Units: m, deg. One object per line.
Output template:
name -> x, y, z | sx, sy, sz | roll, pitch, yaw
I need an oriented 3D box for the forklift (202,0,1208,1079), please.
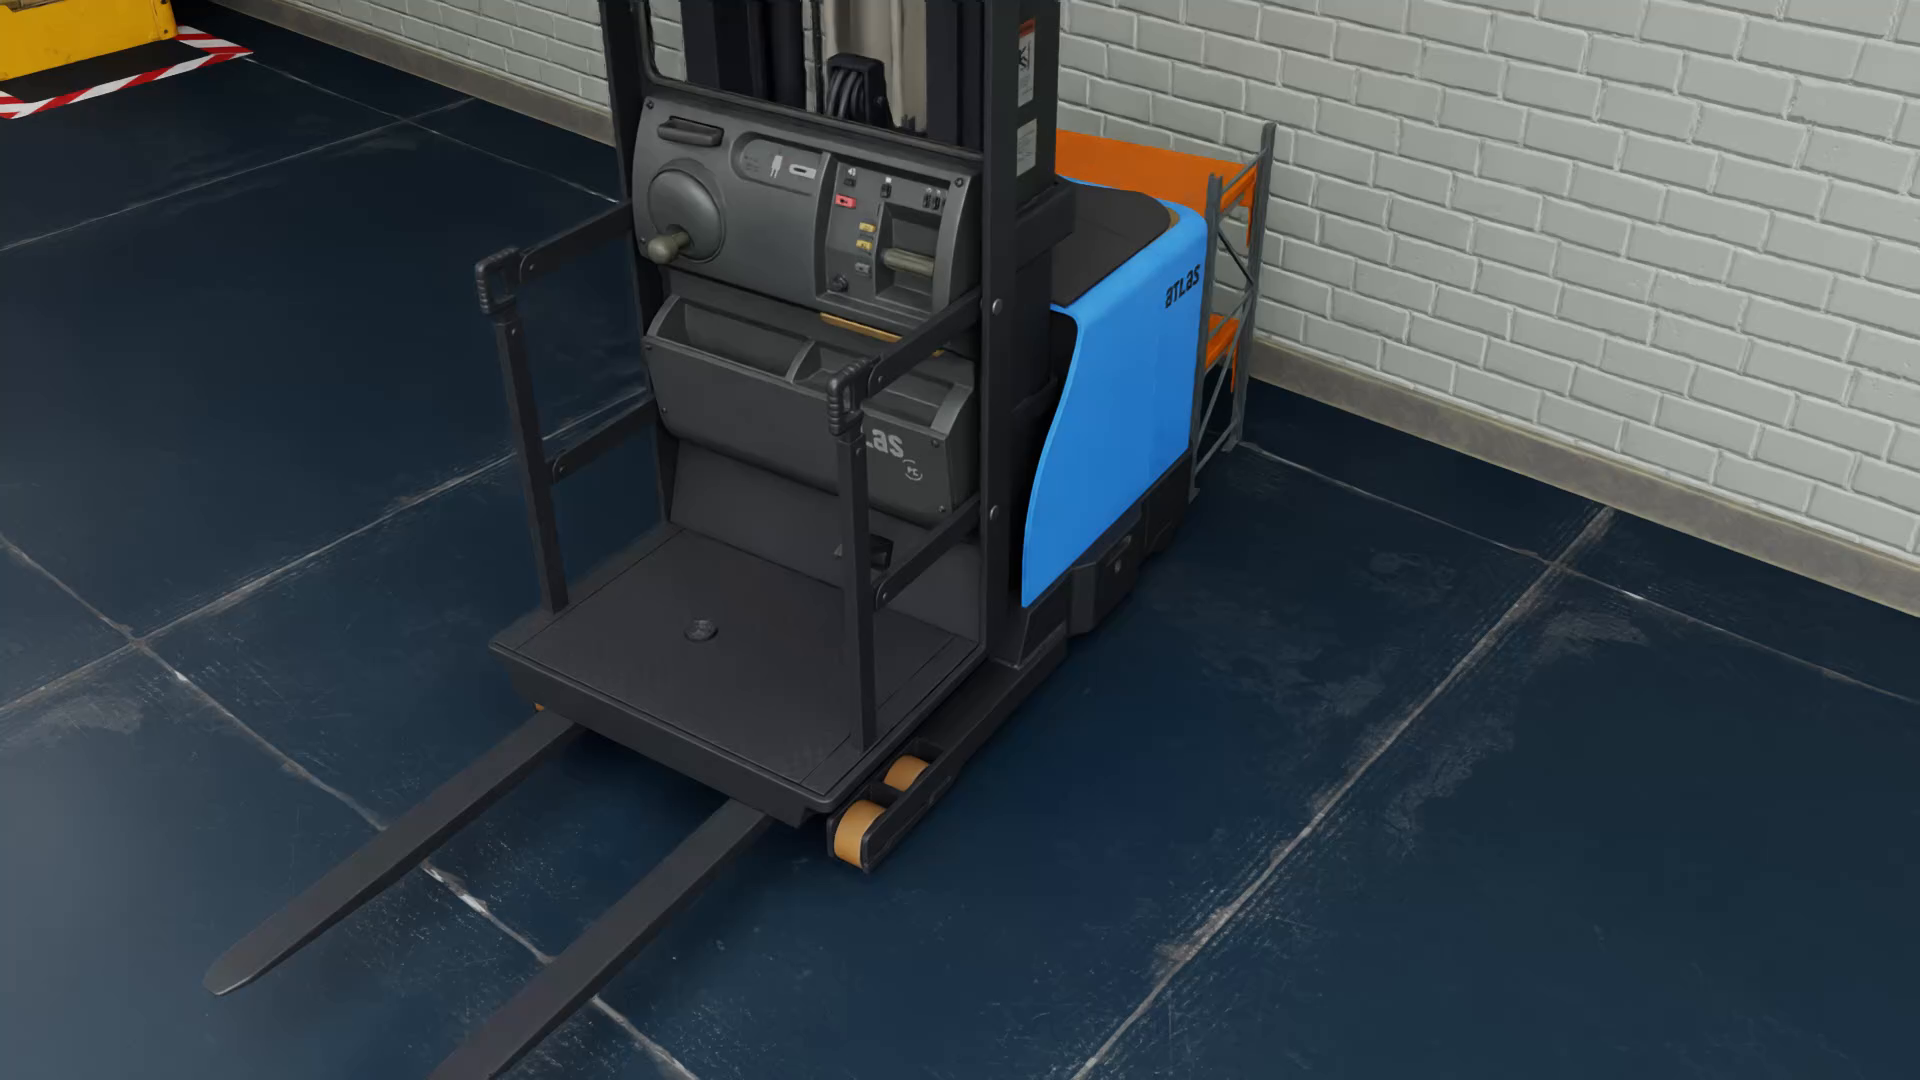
forklift -> -0.498, -0.709, 3.694 | 1.130, 2.935, 3.031 | 20, 39, 26

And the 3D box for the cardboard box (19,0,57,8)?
cardboard box -> -5.174, -3.215, 9.340 | 0.500, 0.250, 0.500 | 25, 42, 32

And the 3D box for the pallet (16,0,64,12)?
pallet -> -5.536, -3.022, 9.463 | 1.213, 0.211, 1.003 | 25, 42, 32

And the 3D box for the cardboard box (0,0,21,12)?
cardboard box -> -5.485, -2.985, 9.004 | 0.500, 0.250, 0.500 | 26, 42, 32

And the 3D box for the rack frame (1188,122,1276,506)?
rack frame -> 0.846, -0.702, 5.278 | 0.032, 1.125, 0.500 | 17, 38, 23

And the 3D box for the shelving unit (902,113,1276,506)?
shelving unit -> 0.399, -0.838, 5.477 | 1.048, 1.125, 0.538 | 17, 38, 23

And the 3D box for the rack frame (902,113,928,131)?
rack frame -> -0.048, -0.975, 5.676 | 0.032, 1.125, 0.500 | 17, 38, 23

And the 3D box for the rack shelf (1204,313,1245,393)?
rack shelf -> 0.399, -0.637, 5.616 | 1.000, 0.278, 0.538 | 17, 38, 23

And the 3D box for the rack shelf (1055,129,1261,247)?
rack shelf -> 0.399, -1.080, 5.311 | 1.000, 0.278, 0.538 | 17, 38, 23

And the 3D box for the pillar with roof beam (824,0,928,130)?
pillar with roof beam -> -3.023, -2.983, 1.645 | 0.400, 9.000, 9.100 | 25, 42, 32

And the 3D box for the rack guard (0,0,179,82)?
rack guard -> -4.903, -2.873, 8.992 | 0.348, 0.500, 1.175 | 25, 42, 32
